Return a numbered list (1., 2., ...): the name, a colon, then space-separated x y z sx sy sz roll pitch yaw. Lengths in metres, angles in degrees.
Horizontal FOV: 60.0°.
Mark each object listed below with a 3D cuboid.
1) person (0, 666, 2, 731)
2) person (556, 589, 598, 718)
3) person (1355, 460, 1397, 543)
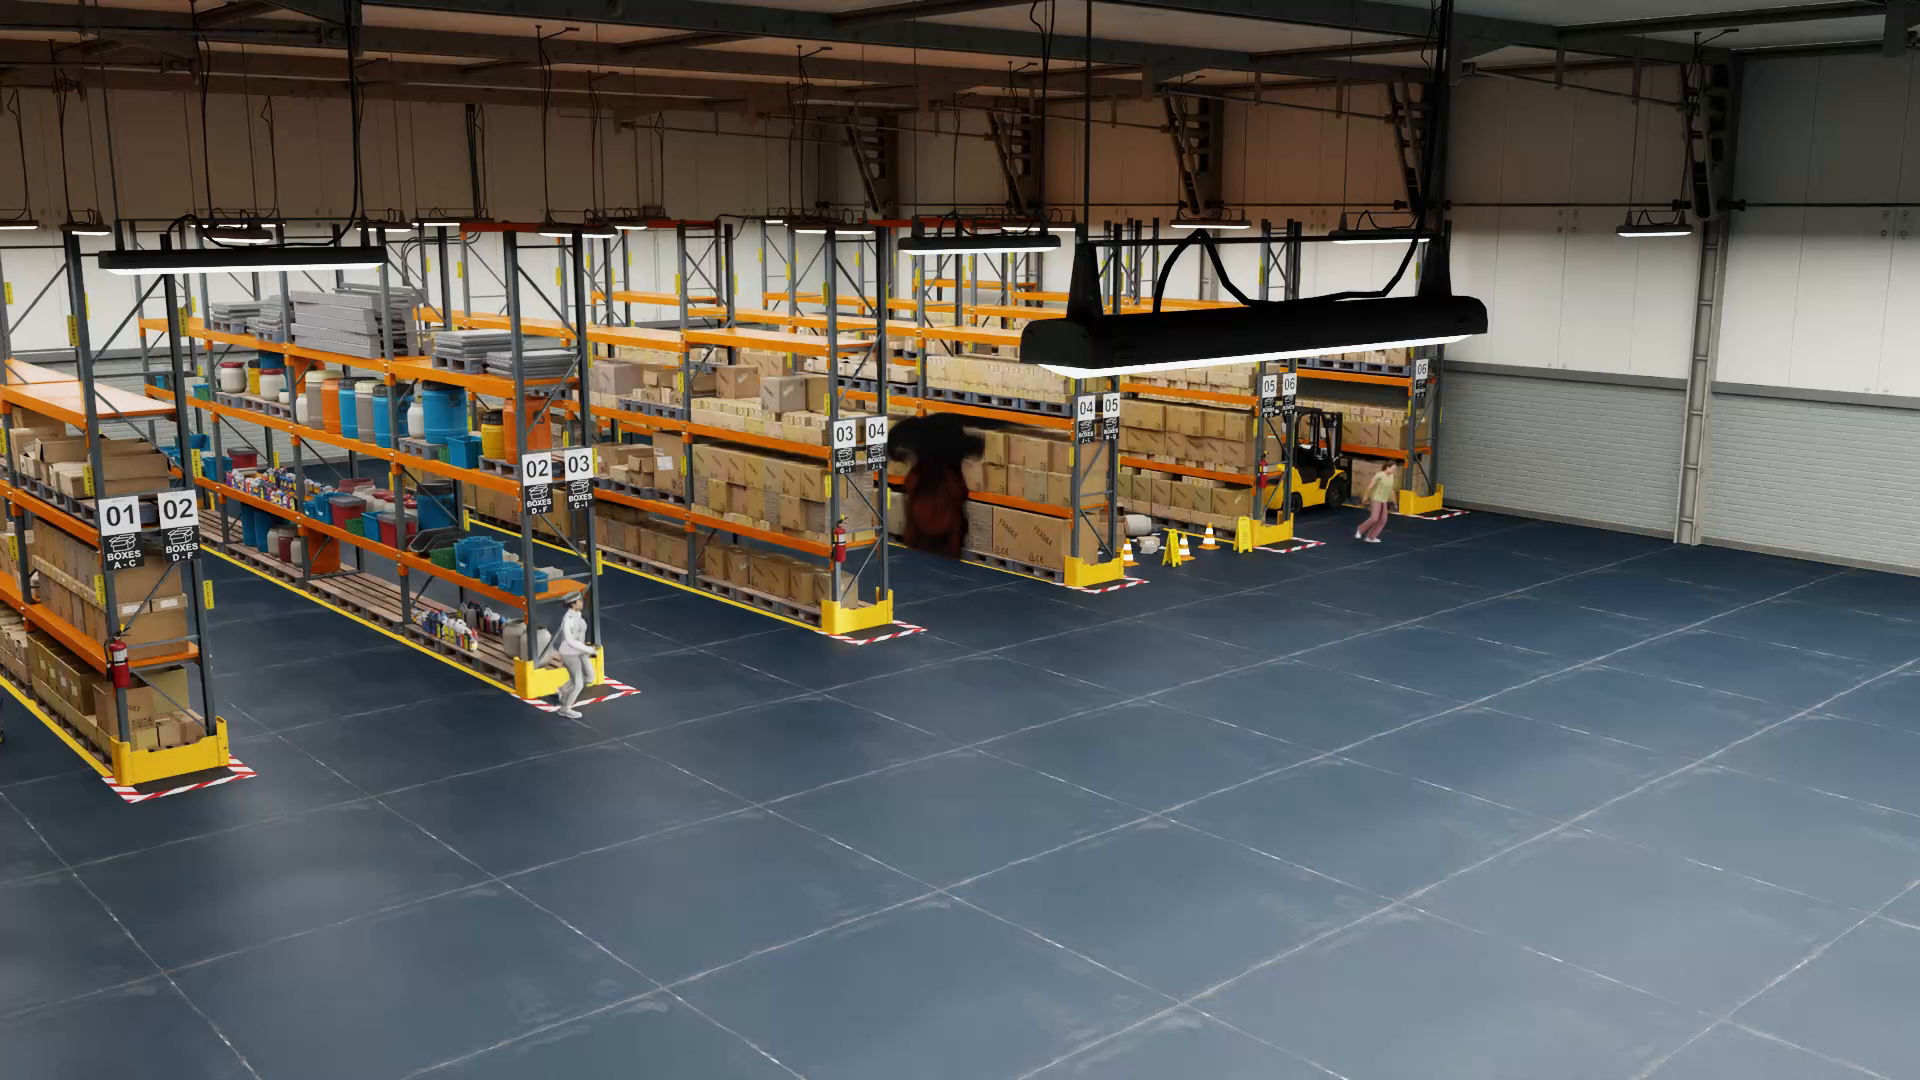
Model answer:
1. person: -11.729 1.603 19.634 0.755 1.723 0.557 -11 16 -43
2. person: -4.791 1.413 20.756 0.583 1.644 0.591 0 11 -1
3. person: 7.893 -0.732 31.455 0.710 1.576 0.609 -7 13 -32
